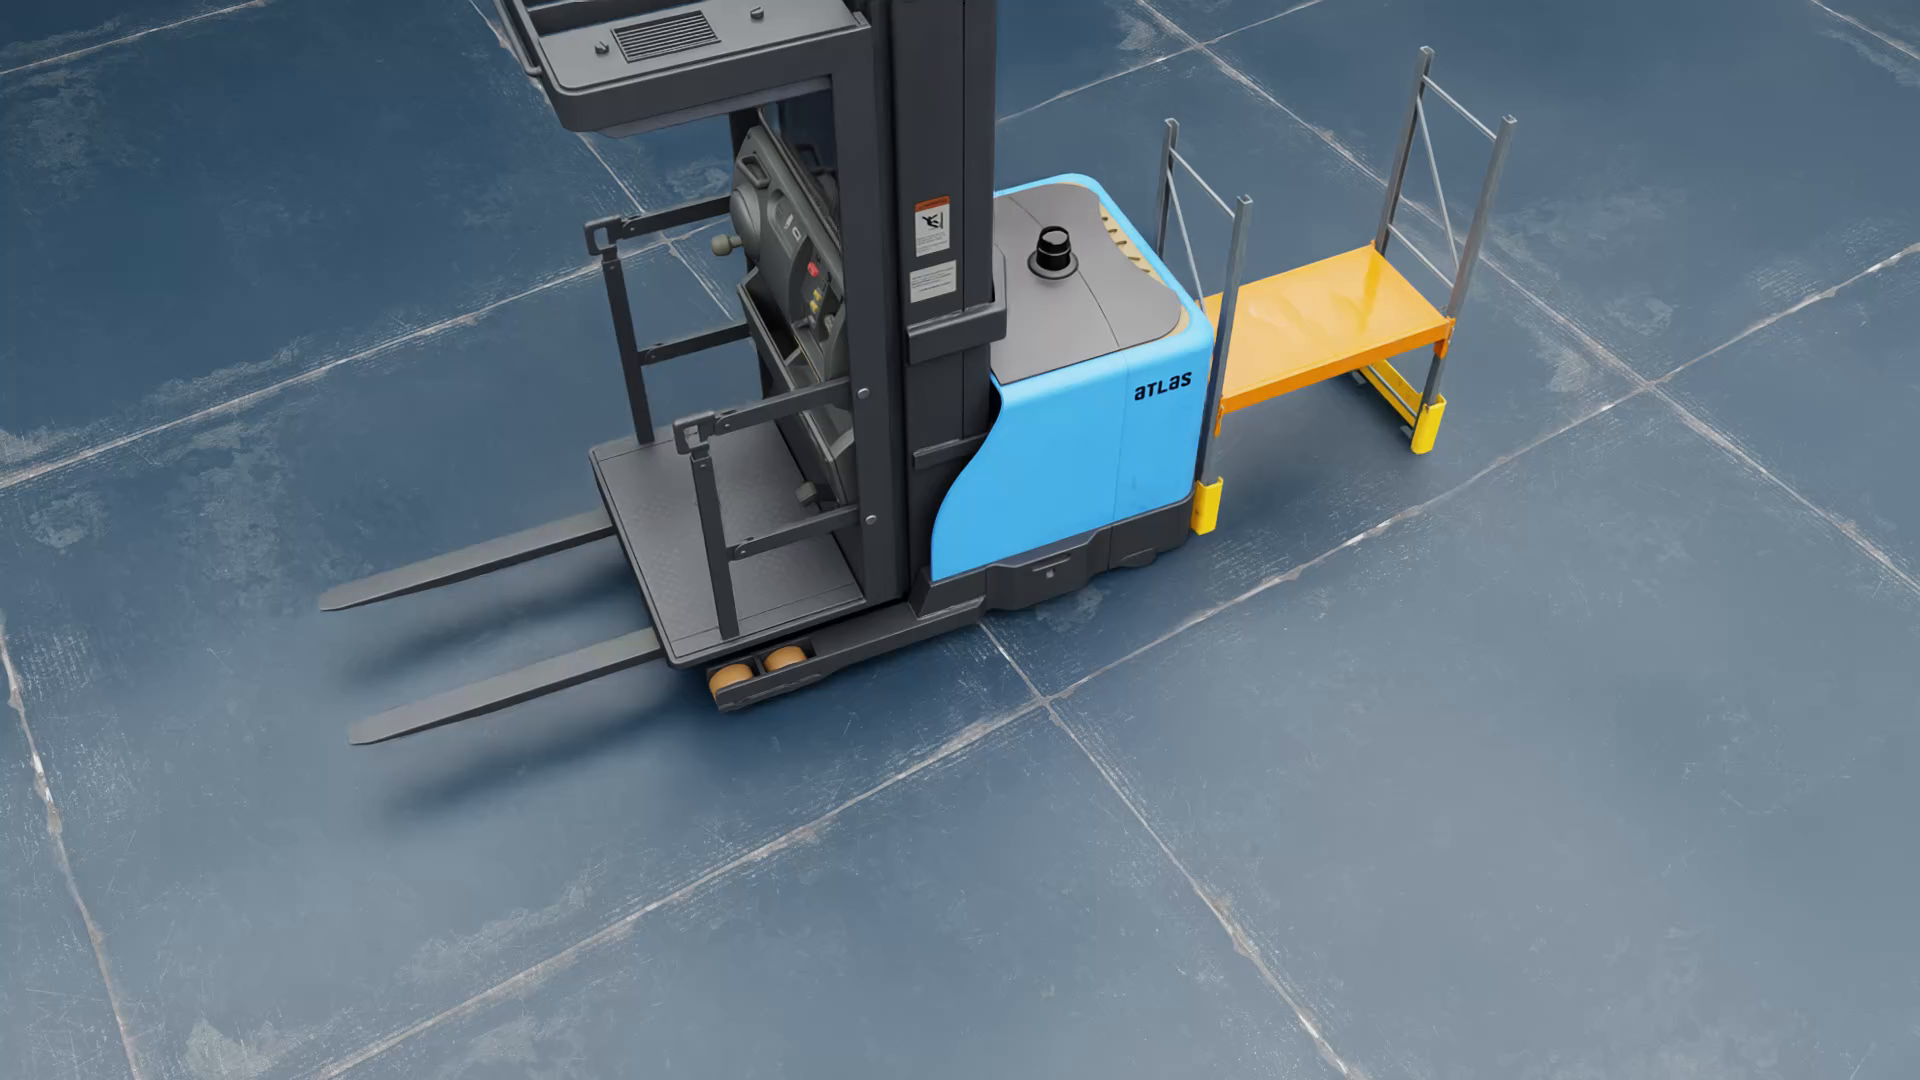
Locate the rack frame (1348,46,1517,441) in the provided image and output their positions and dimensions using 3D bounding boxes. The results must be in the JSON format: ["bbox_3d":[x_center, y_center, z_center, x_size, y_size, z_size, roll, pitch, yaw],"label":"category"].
[{"bbox_3d":[1.713,-1.043,6.175,0.032,1.500,0.500,-19,51,-16],"label":"rack frame"}]

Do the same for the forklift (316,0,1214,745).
[{"bbox_3d":[-0.712,-0.842,5.037,3.031,2.935,1.130,-18,51,-15],"label":"forklift"}]

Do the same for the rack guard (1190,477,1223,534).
[{"bbox_3d":[0.811,-0.311,6.359,0.087,0.250,0.587,-19,51,-16],"label":"rack guard"}]

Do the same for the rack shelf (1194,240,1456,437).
[{"bbox_3d":[1.253,-0.762,6.165,1.000,0.185,0.538,-19,51,-16],"label":"rack shelf"}]

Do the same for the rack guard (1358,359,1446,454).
[{"bbox_3d":[1.712,-0.627,6.641,0.087,0.250,0.587,-19,51,-16],"label":"rack guard"}]

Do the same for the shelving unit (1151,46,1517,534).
[{"bbox_3d":[1.262,-0.885,6.034,1.083,1.500,0.587,-19,51,-16],"label":"shelving unit"}]

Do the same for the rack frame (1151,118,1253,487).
[{"bbox_3d":[0.793,-0.720,5.887,0.032,1.500,0.500,-19,51,-16],"label":"rack frame"}]
